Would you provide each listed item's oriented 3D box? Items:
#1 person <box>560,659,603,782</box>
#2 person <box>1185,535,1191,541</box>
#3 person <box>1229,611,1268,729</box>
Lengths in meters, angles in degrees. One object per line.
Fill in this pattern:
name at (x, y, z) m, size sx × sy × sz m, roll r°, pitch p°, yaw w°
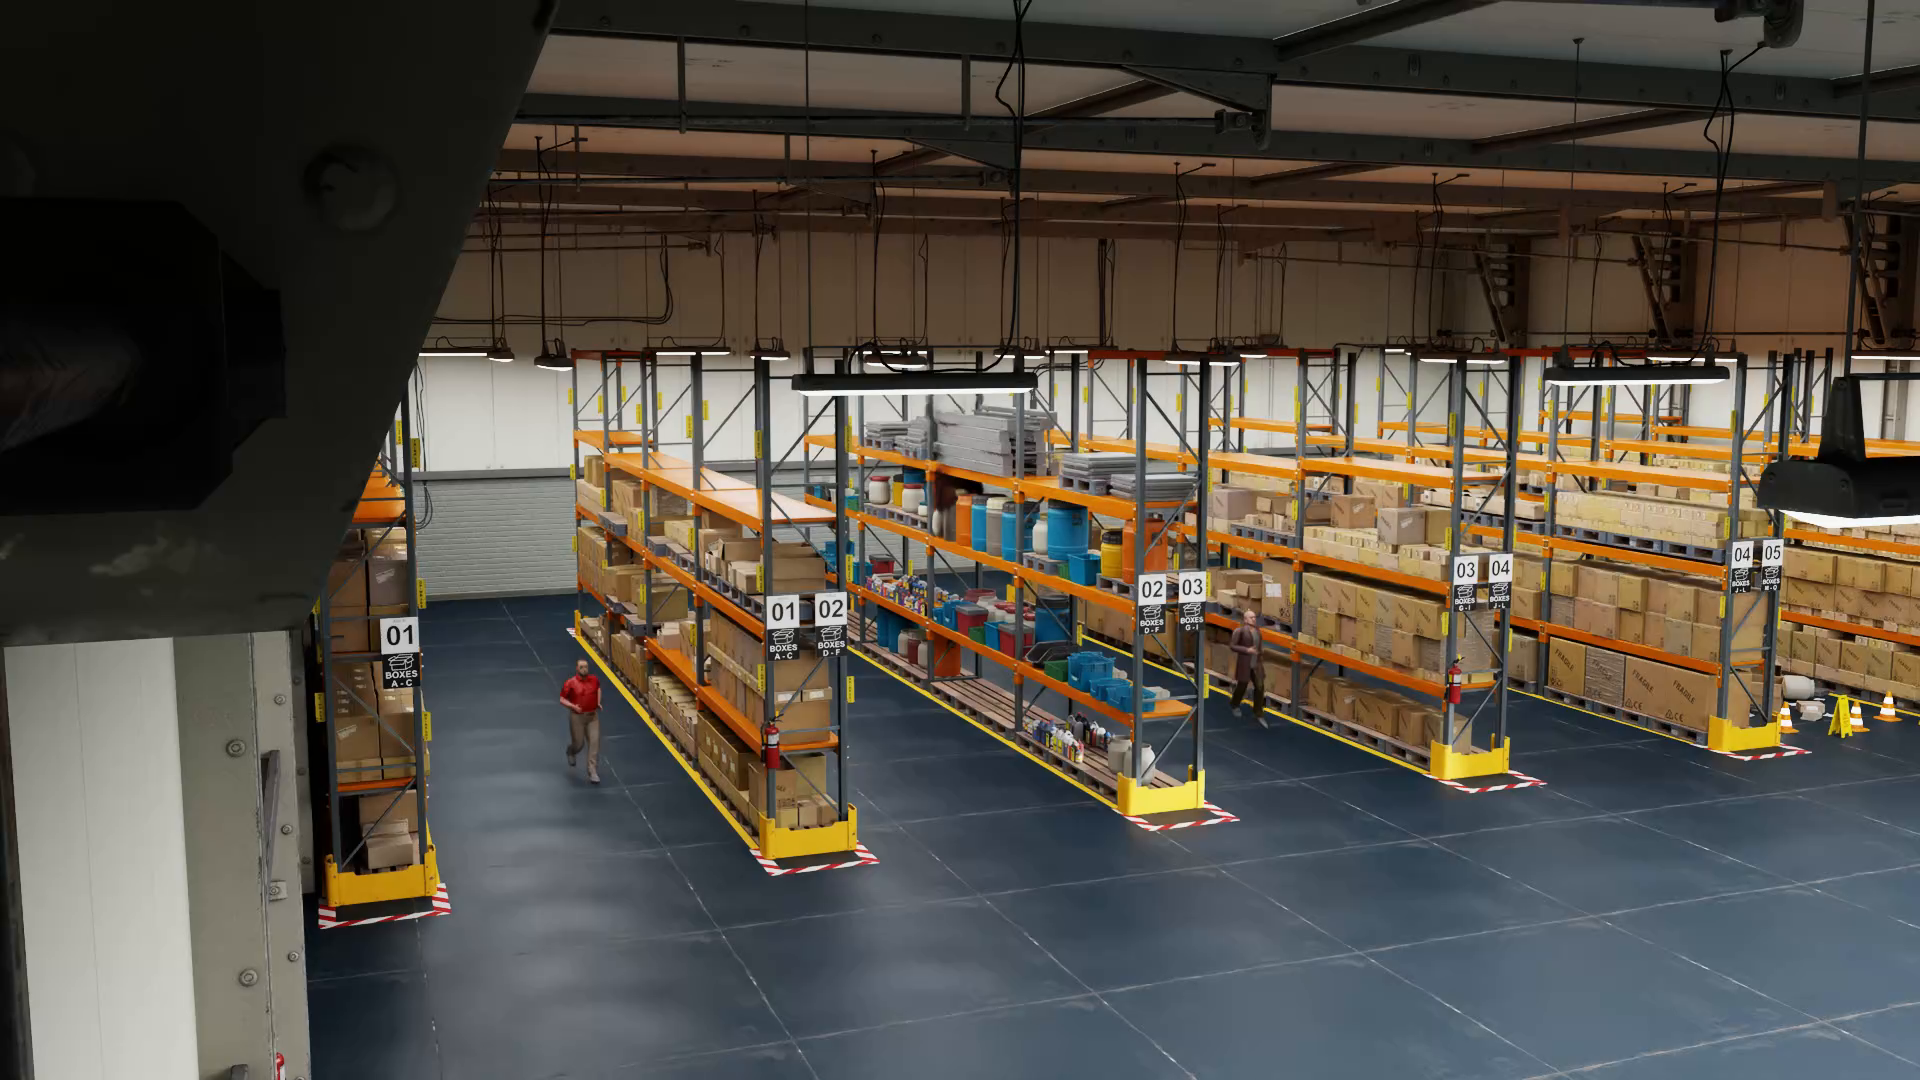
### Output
person at (-5.350, 2.537, 23.670) m, size 0.665 × 1.700 × 0.945 m, roll -5°, pitch 8°, yaw -33°
person at (5.186, 0.710, 38.556) m, size 0.588 × 1.733 × 0.804 m, roll -2°, pitch 7°, yaw -14°
person at (4.568, 2.029, 26.515) m, size 0.688 × 1.832 × 0.897 m, roll -3°, pitch 8°, yaw -21°
